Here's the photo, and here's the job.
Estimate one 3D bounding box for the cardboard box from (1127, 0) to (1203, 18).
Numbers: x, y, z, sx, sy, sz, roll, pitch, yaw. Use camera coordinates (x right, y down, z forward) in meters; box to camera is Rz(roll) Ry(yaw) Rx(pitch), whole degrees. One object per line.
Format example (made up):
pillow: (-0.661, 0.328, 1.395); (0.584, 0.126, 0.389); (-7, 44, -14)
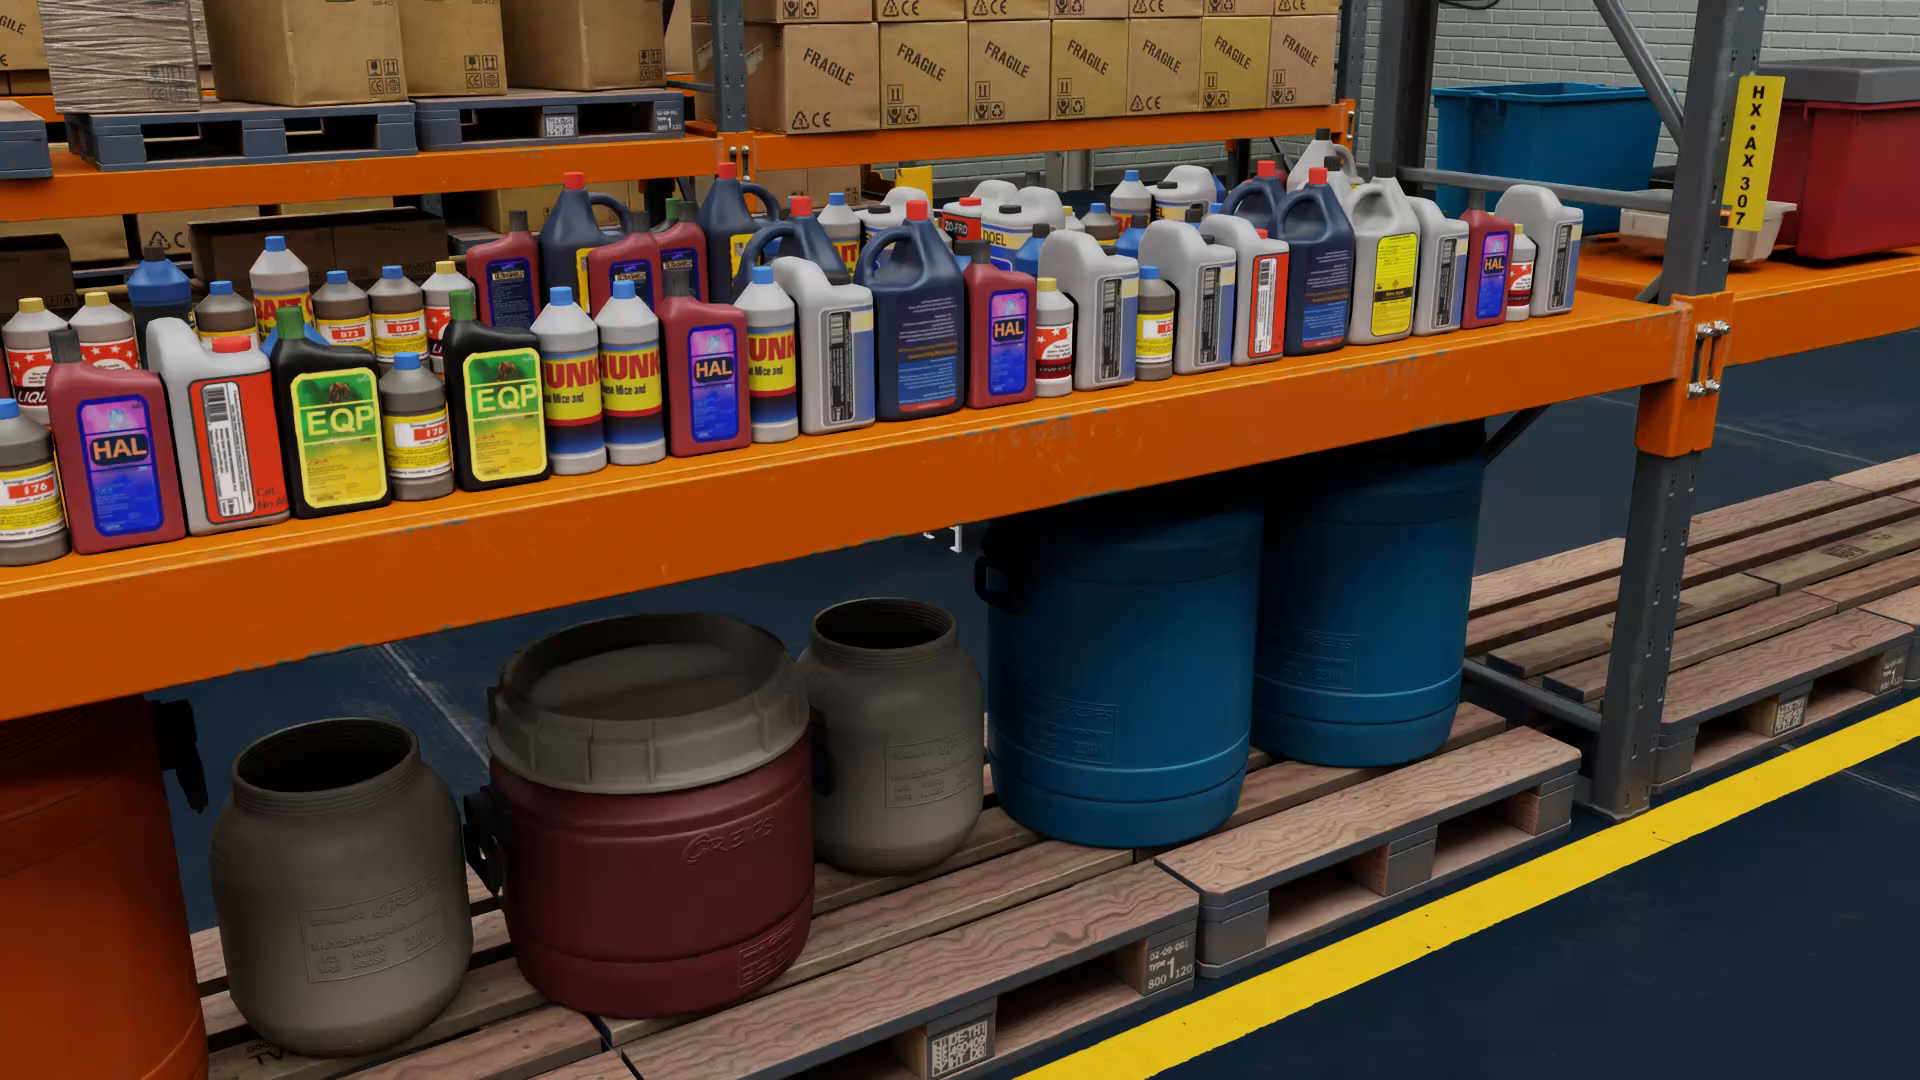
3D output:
cardboard box: (0.964, -3.073, 8.933); (0.500, 0.500, 0.500); (-11, 22, -30)

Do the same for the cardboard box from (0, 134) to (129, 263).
cardboard box: (-5.951, -2.228, 10.853); (0.750, 0.750, 0.750); (-12, 22, -32)

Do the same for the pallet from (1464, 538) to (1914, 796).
pallet: (2.010, 0.326, 4.952); (1.213, 0.211, 1.003); (-12, 22, -31)

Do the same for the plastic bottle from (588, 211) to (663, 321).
plastic bottle: (-0.632, -0.476, 3.152); (0.133, 0.283, 0.061); (-12, 22, -31)

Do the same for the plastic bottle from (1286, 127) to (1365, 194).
plastic bottle: (0.911, -0.850, 4.151); (0.185, 0.351, 0.144); (-12, 22, -31)

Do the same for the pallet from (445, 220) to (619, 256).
pallet: (-3.354, -2.297, 12.711); (1.213, 0.211, 1.003); (-12, 22, -31)

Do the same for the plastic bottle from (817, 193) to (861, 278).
plastic bottle: (-0.258, -0.598, 3.530); (0.097, 0.271, 0.097); (0, 19, 0)

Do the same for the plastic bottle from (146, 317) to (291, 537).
plastic bottle: (-0.998, -0.163, 2.238); (0.135, 0.276, 0.152); (-12, 22, -31)

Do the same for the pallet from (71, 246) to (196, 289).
pallet: (-5.655, -1.812, 11.275); (1.213, 0.211, 1.003); (-12, 22, -31)

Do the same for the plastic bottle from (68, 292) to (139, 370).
plastic bottle: (-1.440, -0.315, 2.804); (0.097, 0.201, 0.097); (0, 19, 0)

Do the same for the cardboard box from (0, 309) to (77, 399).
cardboard box: (-3.673, -0.598, 6.547); (0.500, 0.500, 0.500); (-13, 23, -33)

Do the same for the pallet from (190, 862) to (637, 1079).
pallet: (-1.288, 1.020, 2.898); (1.213, 0.211, 1.003); (-12, 22, -31)

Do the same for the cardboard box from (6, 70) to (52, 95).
cardboard box: (-5.911, -2.921, 10.563); (0.250, 0.149, 0.380); (-12, 22, -31)

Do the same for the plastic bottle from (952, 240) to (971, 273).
plastic bottle: (0.006, -0.386, 2.903); (0.097, 0.271, 0.097); (0, 19, 0)

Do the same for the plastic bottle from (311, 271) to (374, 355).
plastic bottle: (-1.115, -0.384, 3.007); (0.097, 0.201, 0.097); (0, 19, 0)

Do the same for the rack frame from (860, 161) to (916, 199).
rack frame: (-0.691, -4.210, 14.014); (0.127, 3.000, 1.000); (-12, 22, -31)

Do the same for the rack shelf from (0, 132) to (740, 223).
rack shelf: (-2.975, -1.488, 7.086); (4.000, 0.370, 1.077); (-12, 22, -31)

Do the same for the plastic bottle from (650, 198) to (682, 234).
plastic bottle: (-0.600, -0.538, 3.336); (0.133, 0.283, 0.061); (-12, 22, -31)

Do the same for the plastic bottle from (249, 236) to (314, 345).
plastic bottle: (-1.196, -0.400, 2.945); (0.097, 0.271, 0.097); (0, 19, 0)

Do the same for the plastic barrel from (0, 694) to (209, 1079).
plastic barrel: (-1.525, 0.588, 2.556); (0.708, 0.830, 0.600); (-12, 22, -31)

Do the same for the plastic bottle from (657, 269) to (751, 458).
plastic bottle: (-0.394, -0.277, 2.562); (0.133, 0.283, 0.061); (-12, 22, -31)

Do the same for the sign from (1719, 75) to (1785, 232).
sign: (1.718, -0.839, 3.611); (0.005, 0.325, 0.100); (-12, 22, -31)

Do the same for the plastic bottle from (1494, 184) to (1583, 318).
plastic bottle: (1.266, -0.641, 3.650); (0.135, 0.276, 0.152); (-12, 22, -31)

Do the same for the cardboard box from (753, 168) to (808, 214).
cardboard box: (-1.639, -2.986, 13.642); (0.500, 0.500, 0.700); (-12, 22, -32)

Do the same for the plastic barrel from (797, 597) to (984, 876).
plastic barrel: (-0.159, 0.416, 3.560); (0.421, 0.512, 0.421); (0, 19, 0)

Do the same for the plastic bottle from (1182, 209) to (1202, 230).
plastic bottle: (0.455, -0.515, 3.287); (0.097, 0.271, 0.097); (0, 19, 0)

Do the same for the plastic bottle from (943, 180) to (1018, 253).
plastic bottle: (0.047, -0.654, 3.689); (0.135, 0.276, 0.152); (-12, 22, -31)

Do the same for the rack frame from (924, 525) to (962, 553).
rack frame: (-0.066, -0.555, 6.012); (0.015, 1.200, 0.240); (-12, 22, -31)

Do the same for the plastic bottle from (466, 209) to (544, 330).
plastic bottle: (-0.866, -0.482, 3.170); (0.133, 0.283, 0.061); (-12, 22, -31)

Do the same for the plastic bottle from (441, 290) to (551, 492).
plastic bottle: (-0.669, -0.219, 2.391); (0.133, 0.283, 0.061); (-12, 22, -31)

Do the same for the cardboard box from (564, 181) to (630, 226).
cardboard box: (-2.929, -2.712, 12.830); (0.500, 0.500, 0.700); (-12, 22, -32)

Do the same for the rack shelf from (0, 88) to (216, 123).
rack shelf: (-5.702, -2.812, 11.003); (4.000, 0.370, 1.077); (-12, 22, -31)

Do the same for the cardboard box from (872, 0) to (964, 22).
cardboard box: (-0.325, -2.801, 8.128); (0.500, 0.500, 0.500); (-13, 22, -33)

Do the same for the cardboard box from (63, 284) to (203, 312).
cardboard box: (-3.561, -0.819, 7.201); (0.500, 0.500, 0.500); (-13, 23, -33)

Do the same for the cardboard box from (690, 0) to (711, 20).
cardboard box: (-1.024, -2.860, 8.305); (0.500, 0.500, 0.500); (-12, 22, -31)

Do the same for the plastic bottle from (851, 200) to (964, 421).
plastic bottle: (-0.091, -0.389, 2.788); (0.185, 0.351, 0.144); (-12, 22, -31)

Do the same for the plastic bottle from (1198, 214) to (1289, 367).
plastic bottle: (0.539, -0.488, 3.197); (0.135, 0.276, 0.152); (-12, 22, -31)

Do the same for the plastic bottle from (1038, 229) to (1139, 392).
plastic bottle: (0.233, -0.423, 3.006); (0.135, 0.276, 0.152); (-12, 22, -31)

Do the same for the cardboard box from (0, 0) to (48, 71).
cardboard box: (-5.969, -3.193, 10.353); (0.500, 0.500, 0.500); (-12, 22, -32)

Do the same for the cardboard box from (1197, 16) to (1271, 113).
cardboard box: (1.381, -2.689, 9.359); (0.500, 0.500, 0.500); (-12, 22, -31)

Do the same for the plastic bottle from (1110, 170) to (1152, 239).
plastic bottle: (0.403, -0.737, 3.943); (0.097, 0.271, 0.097); (0, 19, 0)

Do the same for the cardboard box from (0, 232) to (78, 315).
cardboard box: (-3.948, -1.094, 6.844); (0.500, 0.250, 0.500); (-11, 22, -29)

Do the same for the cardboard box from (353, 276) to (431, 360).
cardboard box: (-2.395, -0.869, 7.347); (0.500, 0.500, 0.500); (-12, 22, -31)

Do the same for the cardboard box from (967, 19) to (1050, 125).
cardboard box: (0.116, -2.424, 8.575); (0.500, 0.500, 0.500); (-12, 22, -32)

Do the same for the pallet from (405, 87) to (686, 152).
pallet: (-2.032, -1.978, 7.713); (1.213, 0.211, 1.003); (-12, 22, -31)

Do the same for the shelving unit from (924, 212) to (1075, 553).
shelving unit: (0.138, -0.598, 6.139); (0.503, 1.200, 0.258); (-12, 22, -31)

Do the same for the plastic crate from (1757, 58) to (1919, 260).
plastic crate: (2.301, -1.004, 4.338); (0.583, 0.464, 0.402); (-12, 22, -31)

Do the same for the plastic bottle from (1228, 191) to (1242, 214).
plastic bottle: (0.678, -0.762, 4.126); (0.097, 0.201, 0.097); (0, 19, 0)

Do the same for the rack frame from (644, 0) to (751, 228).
rack frame: (-1.304, -2.181, 8.012); (0.127, 3.000, 1.000); (-12, 22, -31)

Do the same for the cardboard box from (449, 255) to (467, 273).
cardboard box: (-2.282, -1.088, 7.996); (0.500, 0.500, 0.500); (-12, 22, -31)

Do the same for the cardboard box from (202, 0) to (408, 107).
cardboard box: (-2.746, -2.100, 6.960); (0.700, 0.500, 0.500); (16, 24, 39)

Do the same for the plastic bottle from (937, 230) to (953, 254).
plastic bottle: (-0.062, -0.548, 3.491); (0.097, 0.201, 0.097); (0, 19, 0)

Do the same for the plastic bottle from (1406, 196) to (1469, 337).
plastic bottle: (0.960, -0.576, 3.460); (0.135, 0.276, 0.152); (-12, 22, -31)
